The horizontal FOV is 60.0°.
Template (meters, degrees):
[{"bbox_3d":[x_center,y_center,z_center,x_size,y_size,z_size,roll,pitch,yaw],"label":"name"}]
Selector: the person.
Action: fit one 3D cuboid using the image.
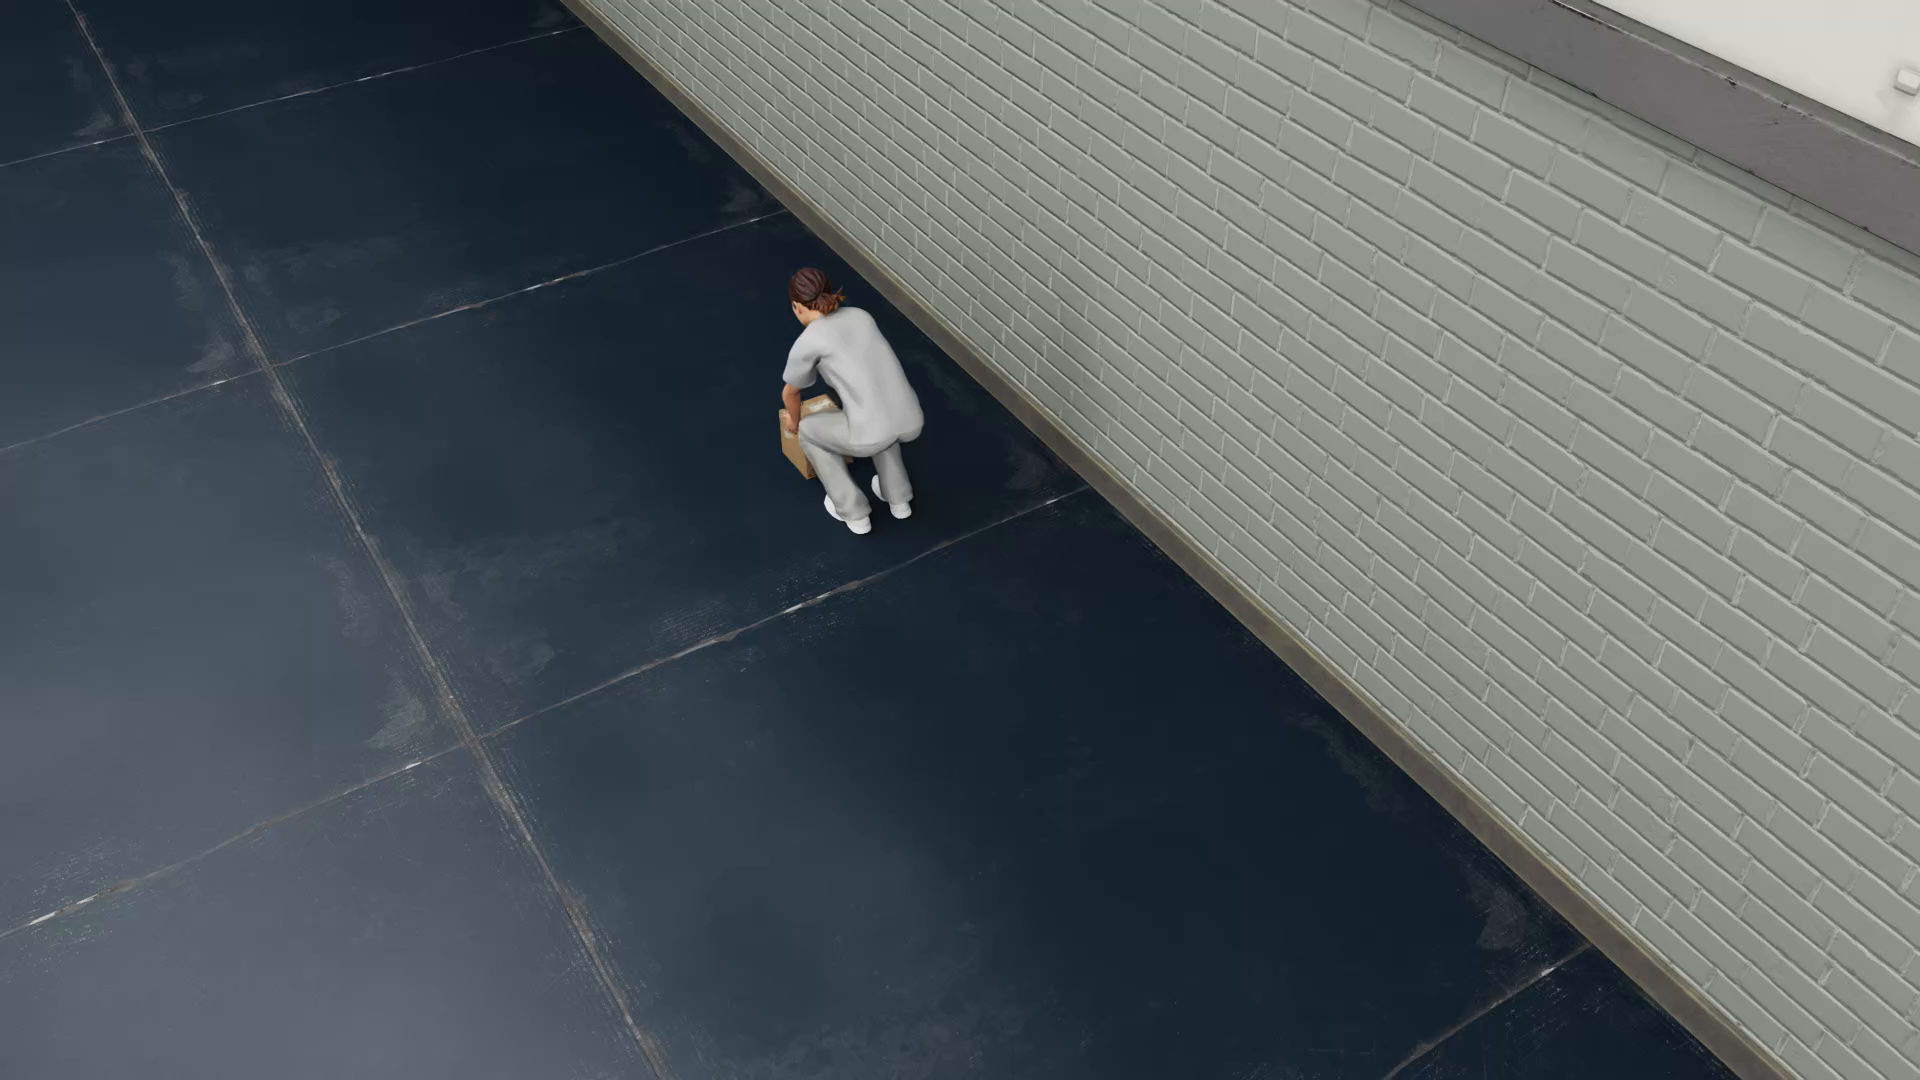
[{"bbox_3d":[-0.485,-0.589,7.278,0.495,1.102,0.757,-23,46,-24],"label":"person"}]
